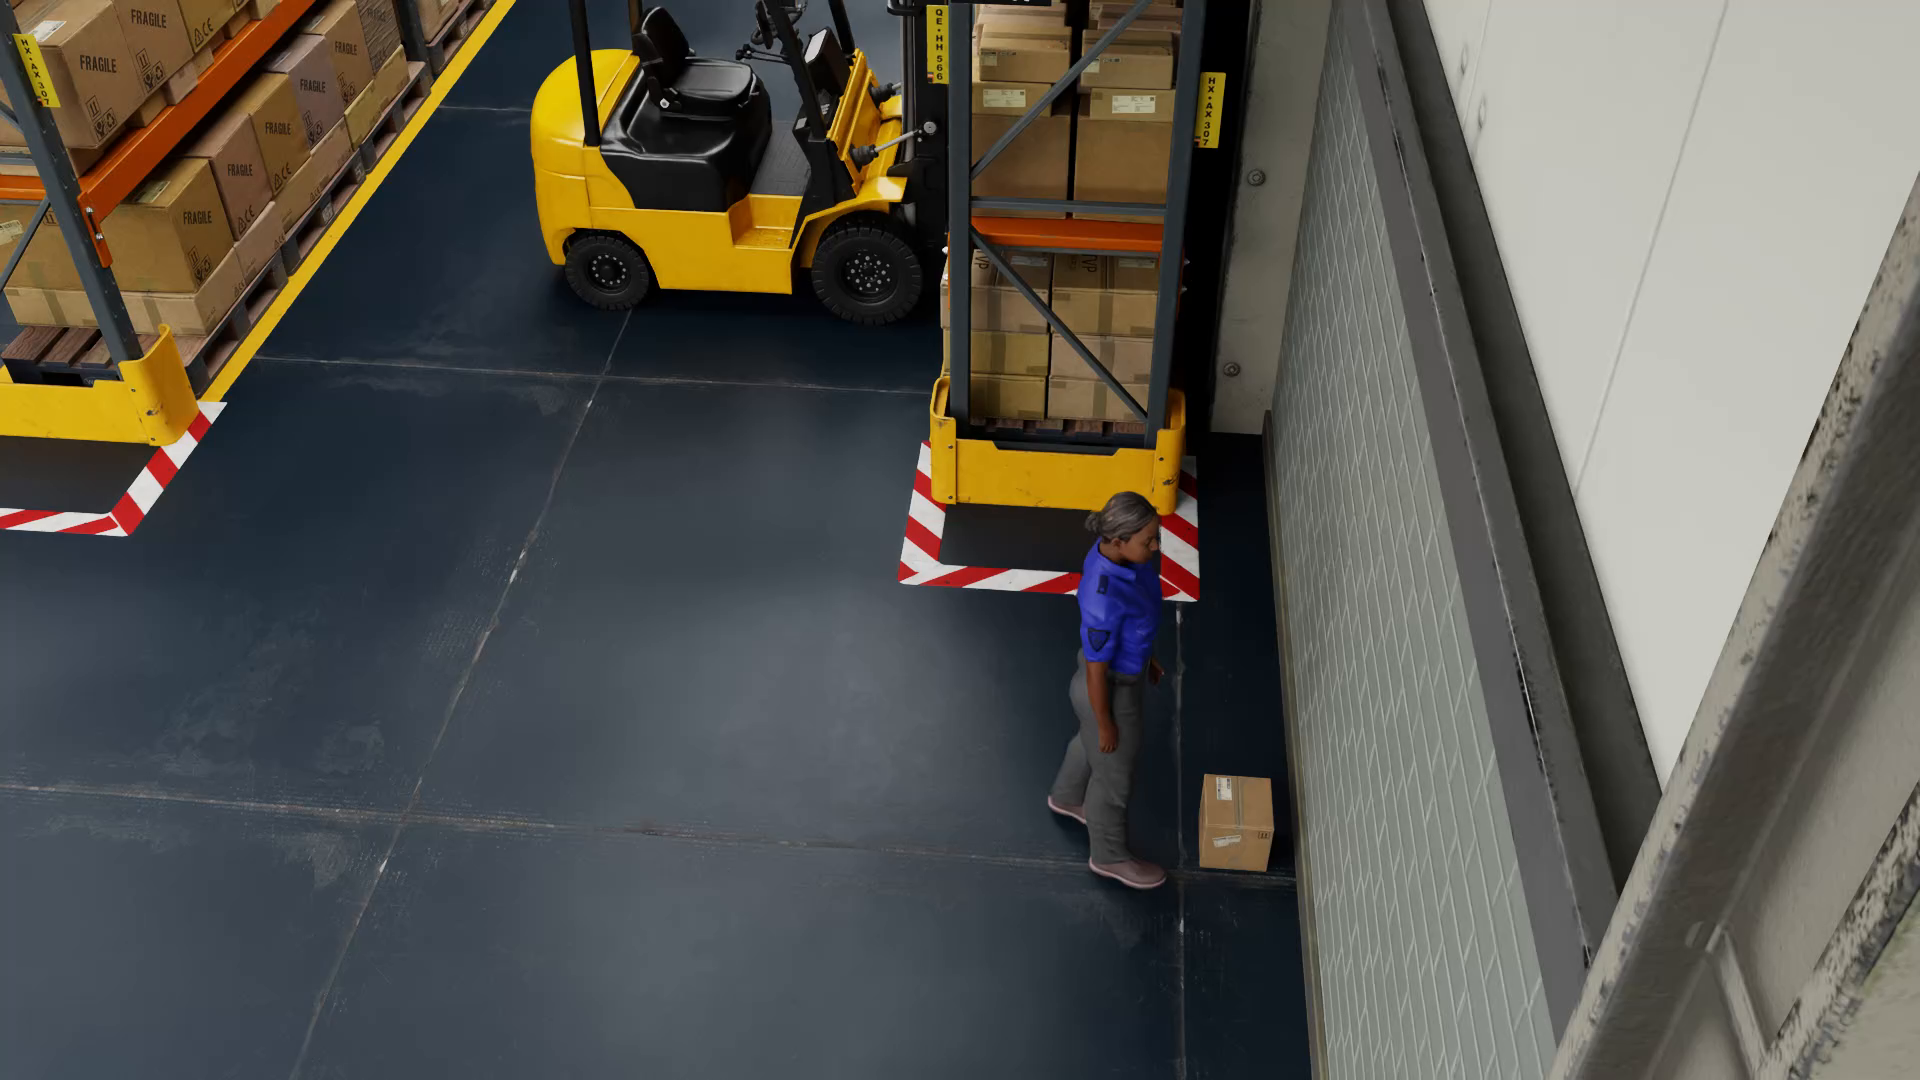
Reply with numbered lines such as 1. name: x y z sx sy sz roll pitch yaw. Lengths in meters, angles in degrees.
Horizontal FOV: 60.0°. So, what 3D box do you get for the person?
1. person: 0.544 0.505 5.843 0.499 1.667 0.462 8 41 9
